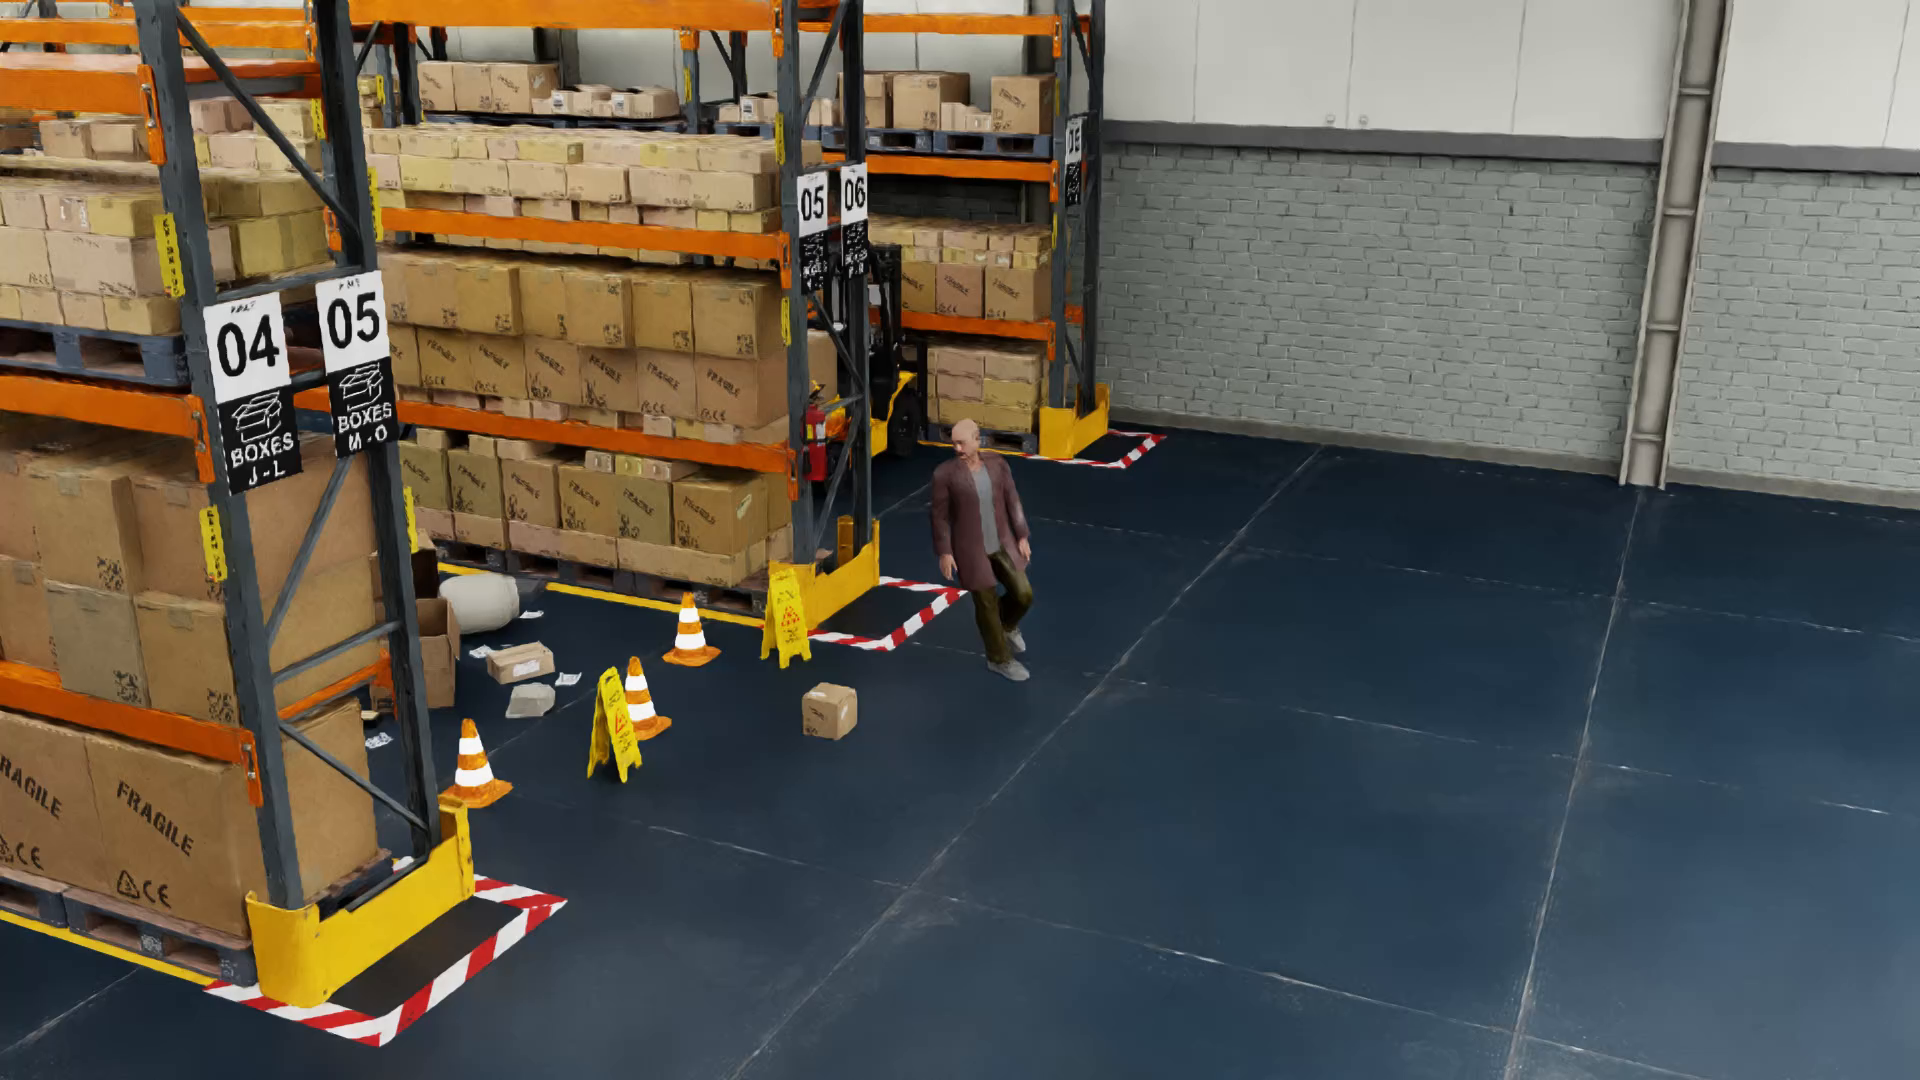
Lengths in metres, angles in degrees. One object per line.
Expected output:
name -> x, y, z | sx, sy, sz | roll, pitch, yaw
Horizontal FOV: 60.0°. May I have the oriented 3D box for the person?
person -> 0.167, 0.063, 10.908 | 0.700, 1.765, 0.515 | -9, 21, -25
